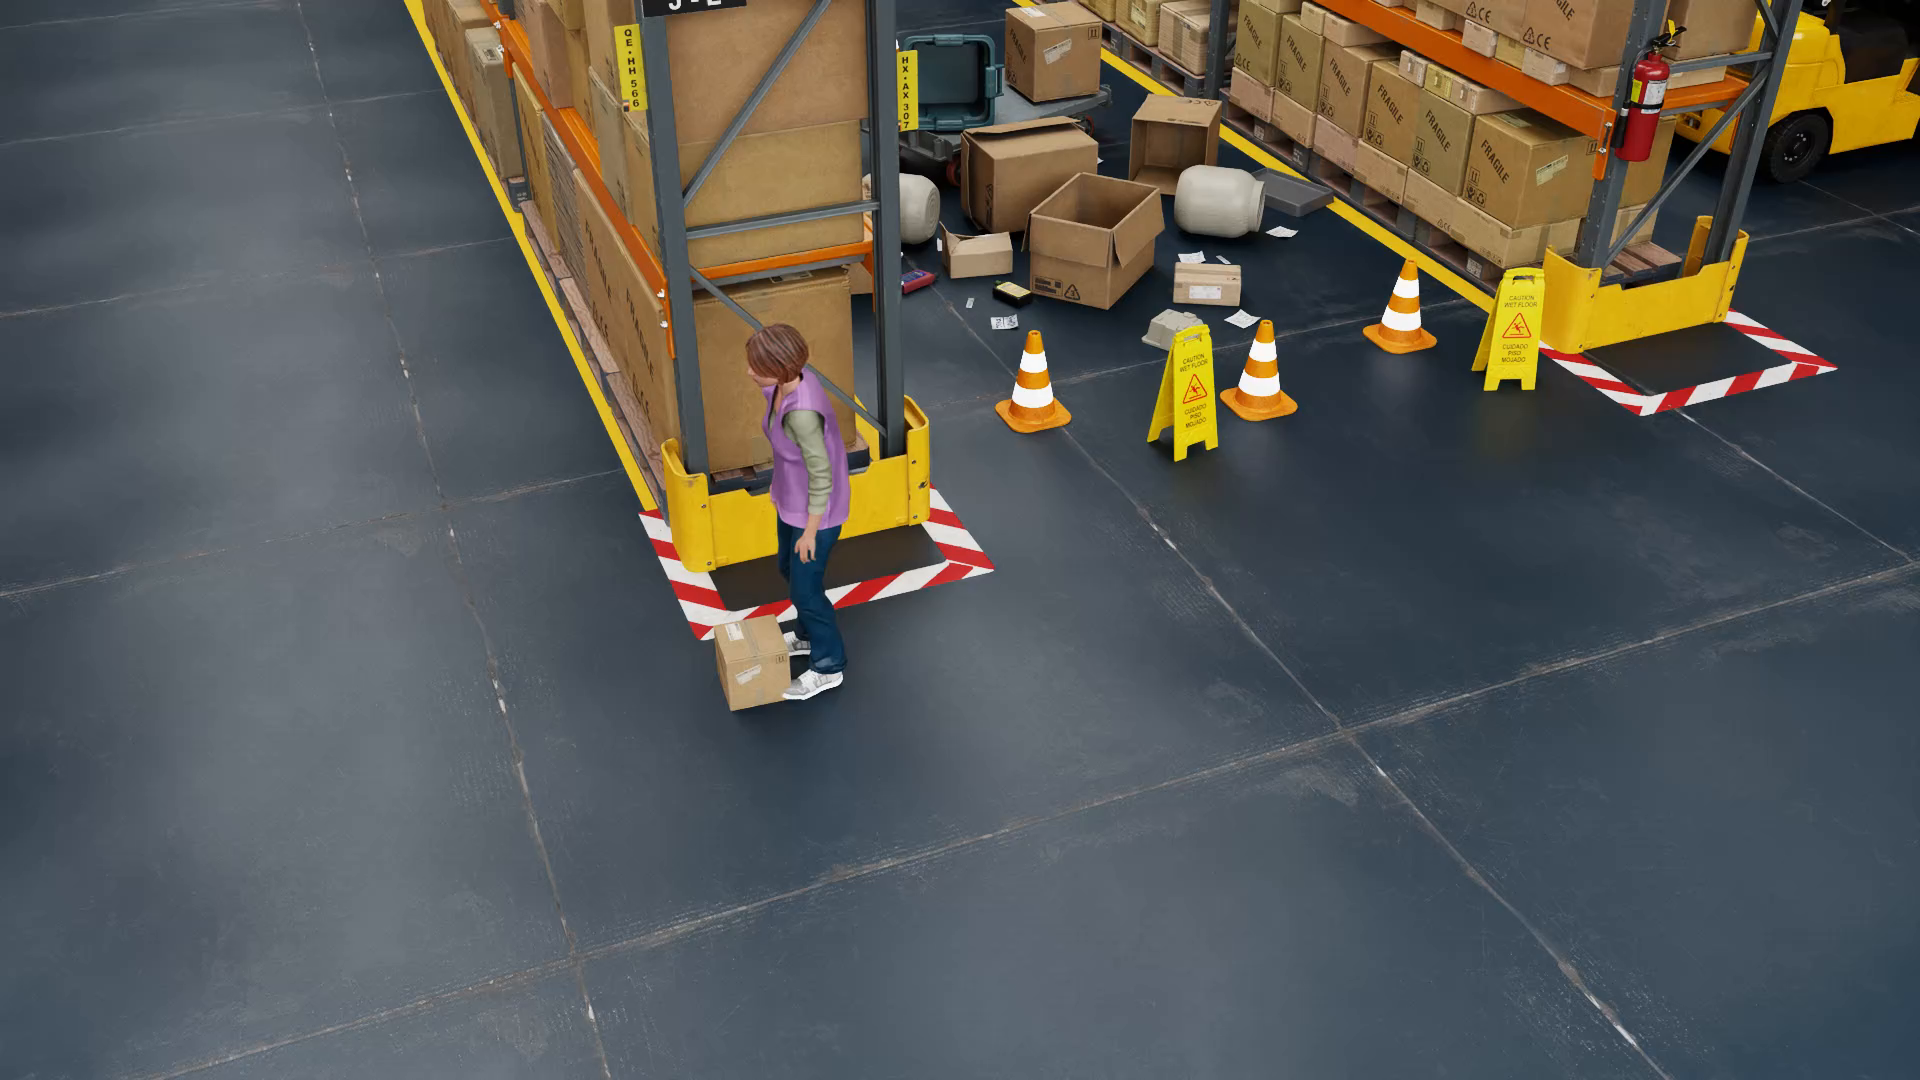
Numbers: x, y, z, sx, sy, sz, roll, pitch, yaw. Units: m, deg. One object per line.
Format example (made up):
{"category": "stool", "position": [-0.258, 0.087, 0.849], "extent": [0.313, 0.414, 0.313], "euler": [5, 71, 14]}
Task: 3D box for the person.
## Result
{"category": "person", "position": [-0.601, -0.113, 6.320], "extent": [0.348, 1.592, 0.476], "euler": [-11, 35, -16]}
